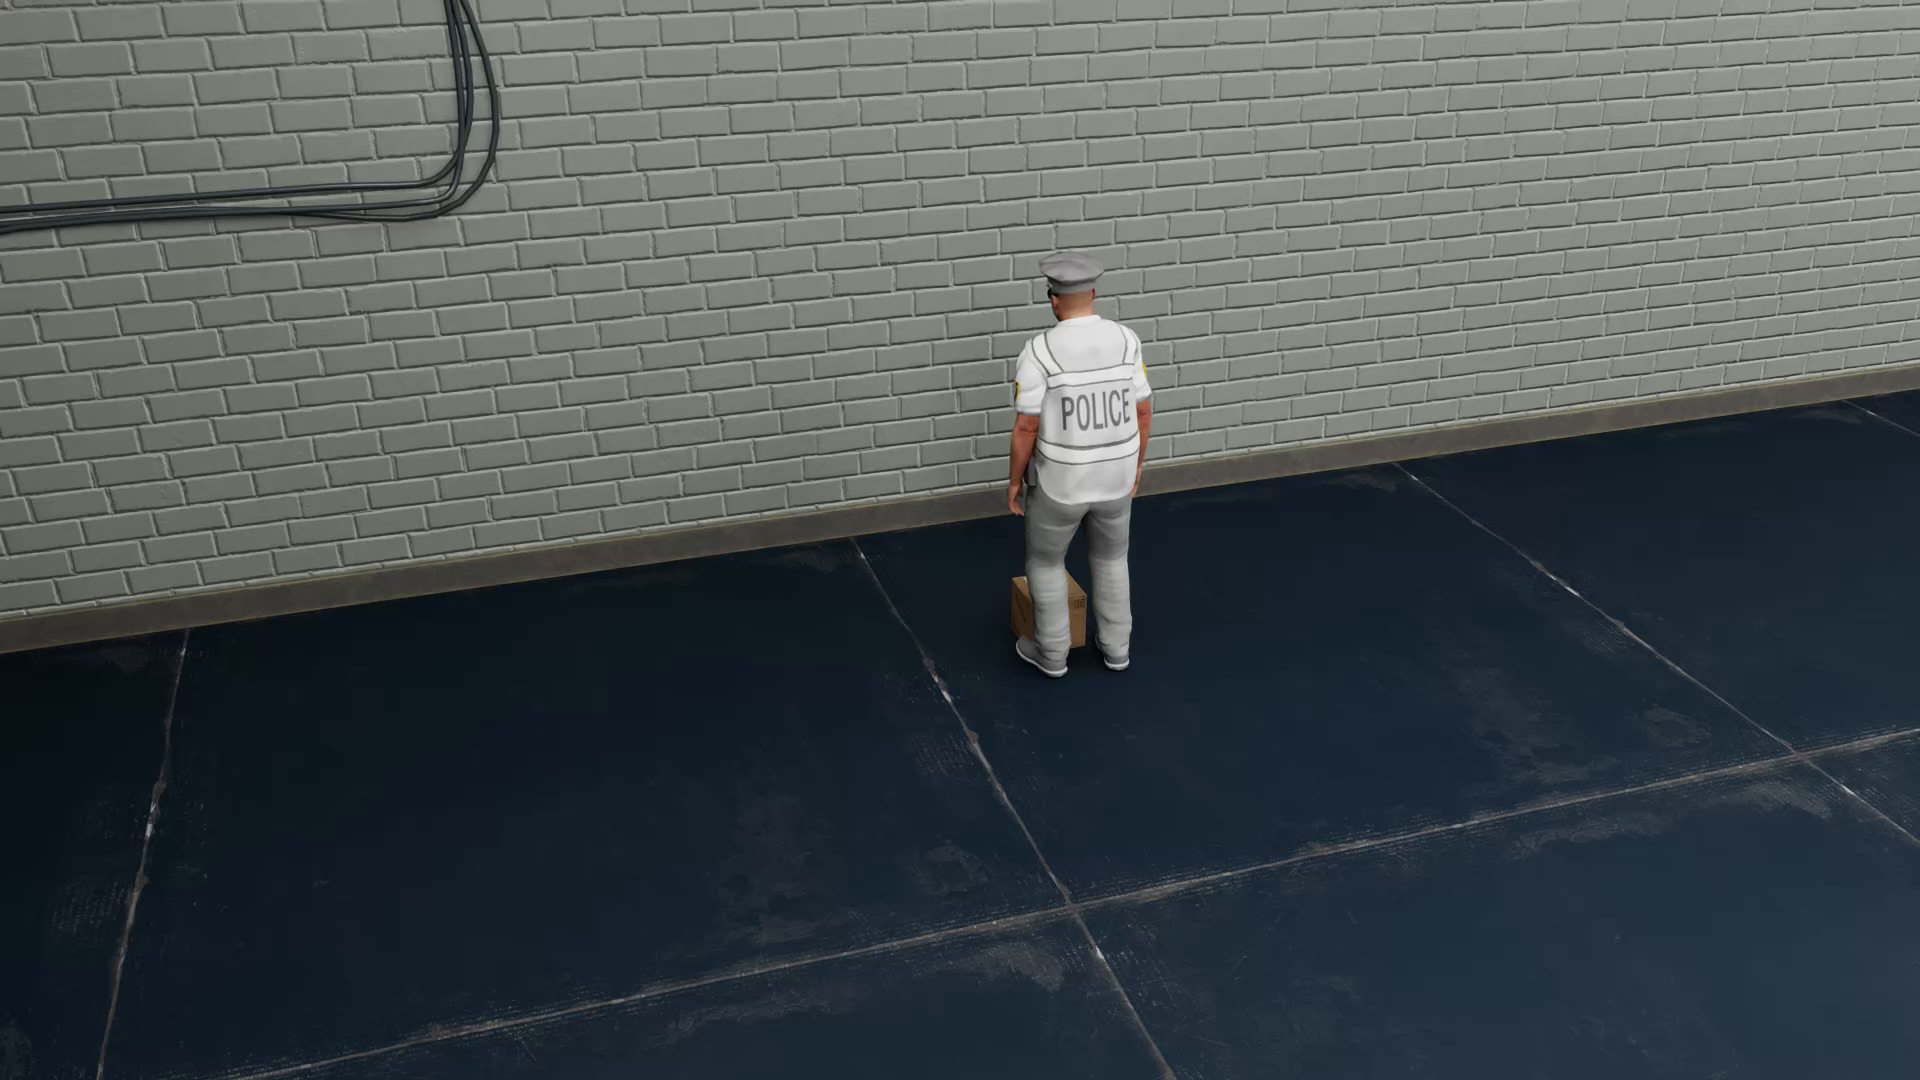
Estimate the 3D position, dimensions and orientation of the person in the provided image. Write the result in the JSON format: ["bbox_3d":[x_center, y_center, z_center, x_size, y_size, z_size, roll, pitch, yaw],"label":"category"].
[{"bbox_3d":[0.467,-0.257,6.627,0.587,1.748,0.466,-8,27,-16],"label":"person"}]
